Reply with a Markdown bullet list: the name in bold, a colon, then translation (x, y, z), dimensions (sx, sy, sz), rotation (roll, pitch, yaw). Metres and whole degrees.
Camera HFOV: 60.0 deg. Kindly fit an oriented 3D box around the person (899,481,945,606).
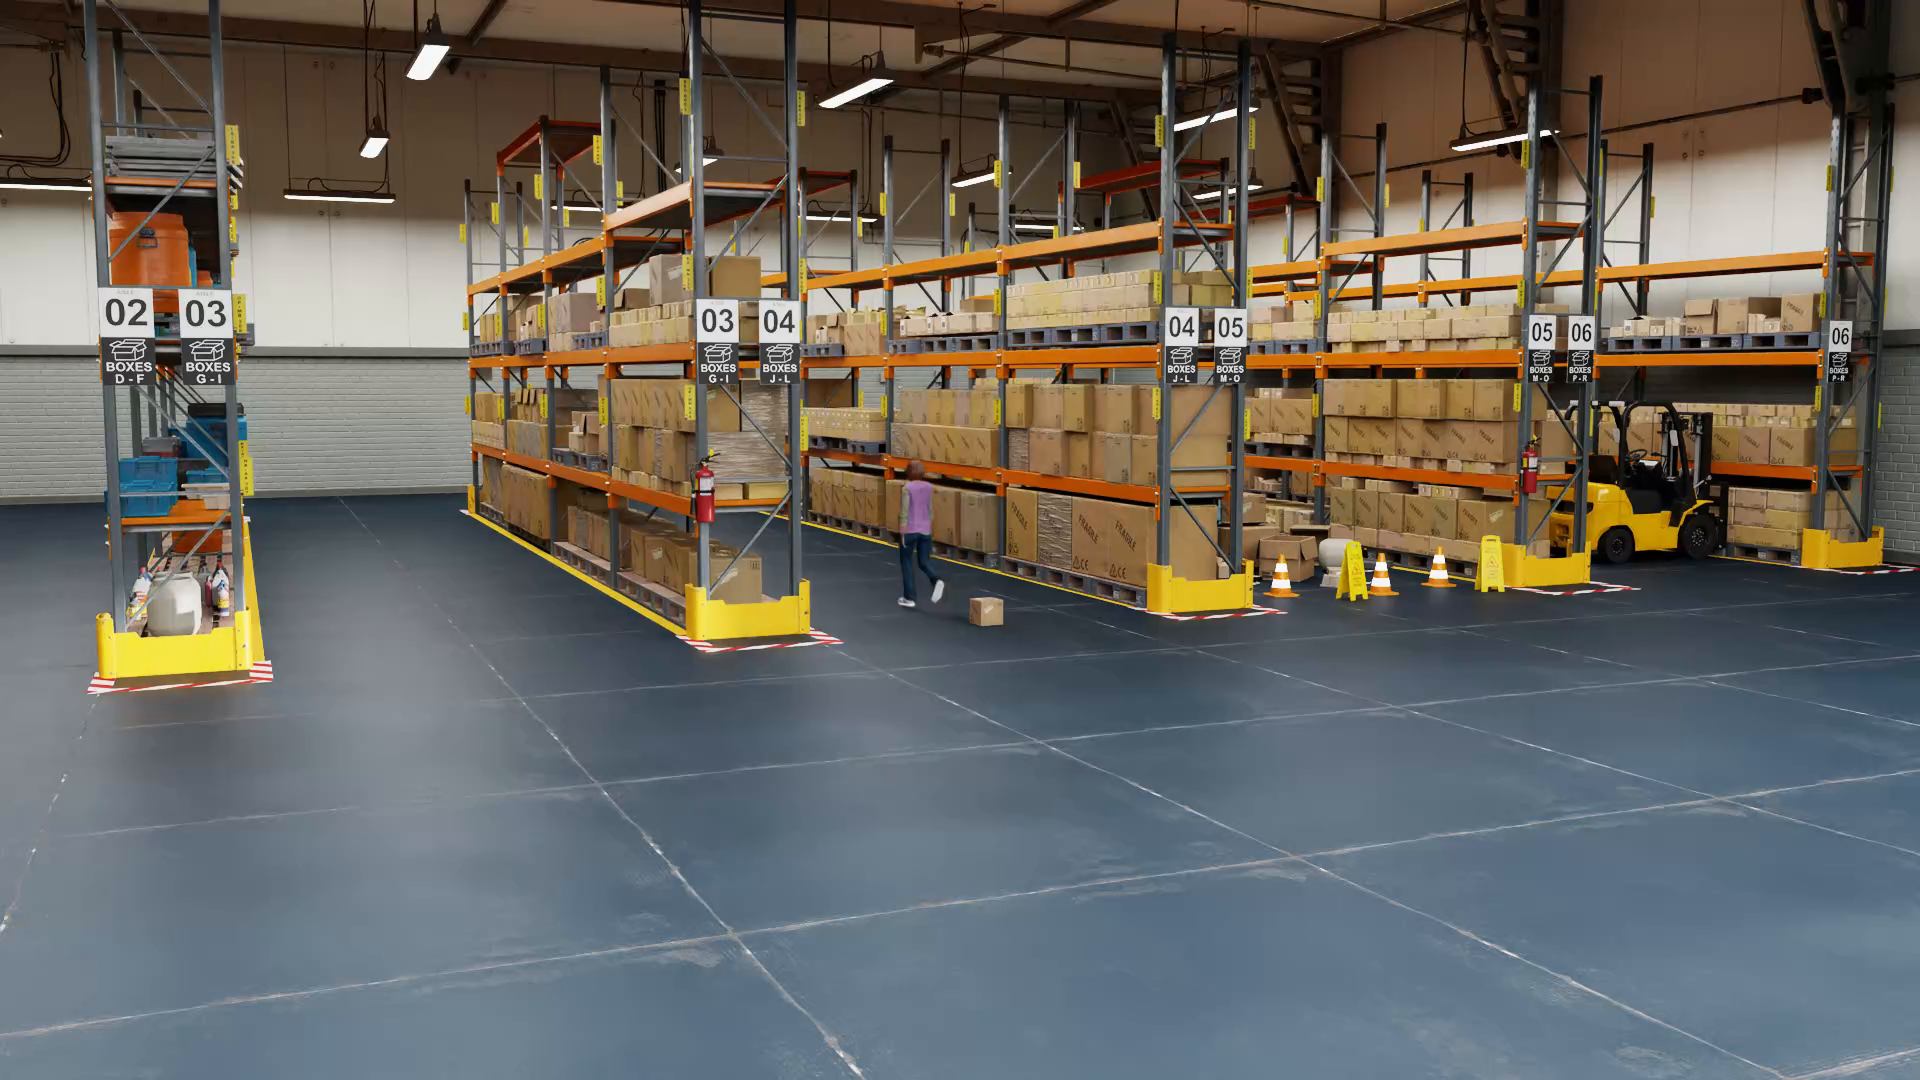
- **person**: translation (-0.442, 0.046, 17.701), dimensions (0.351, 1.352, 0.678), rotation (-3, 7, -32)
